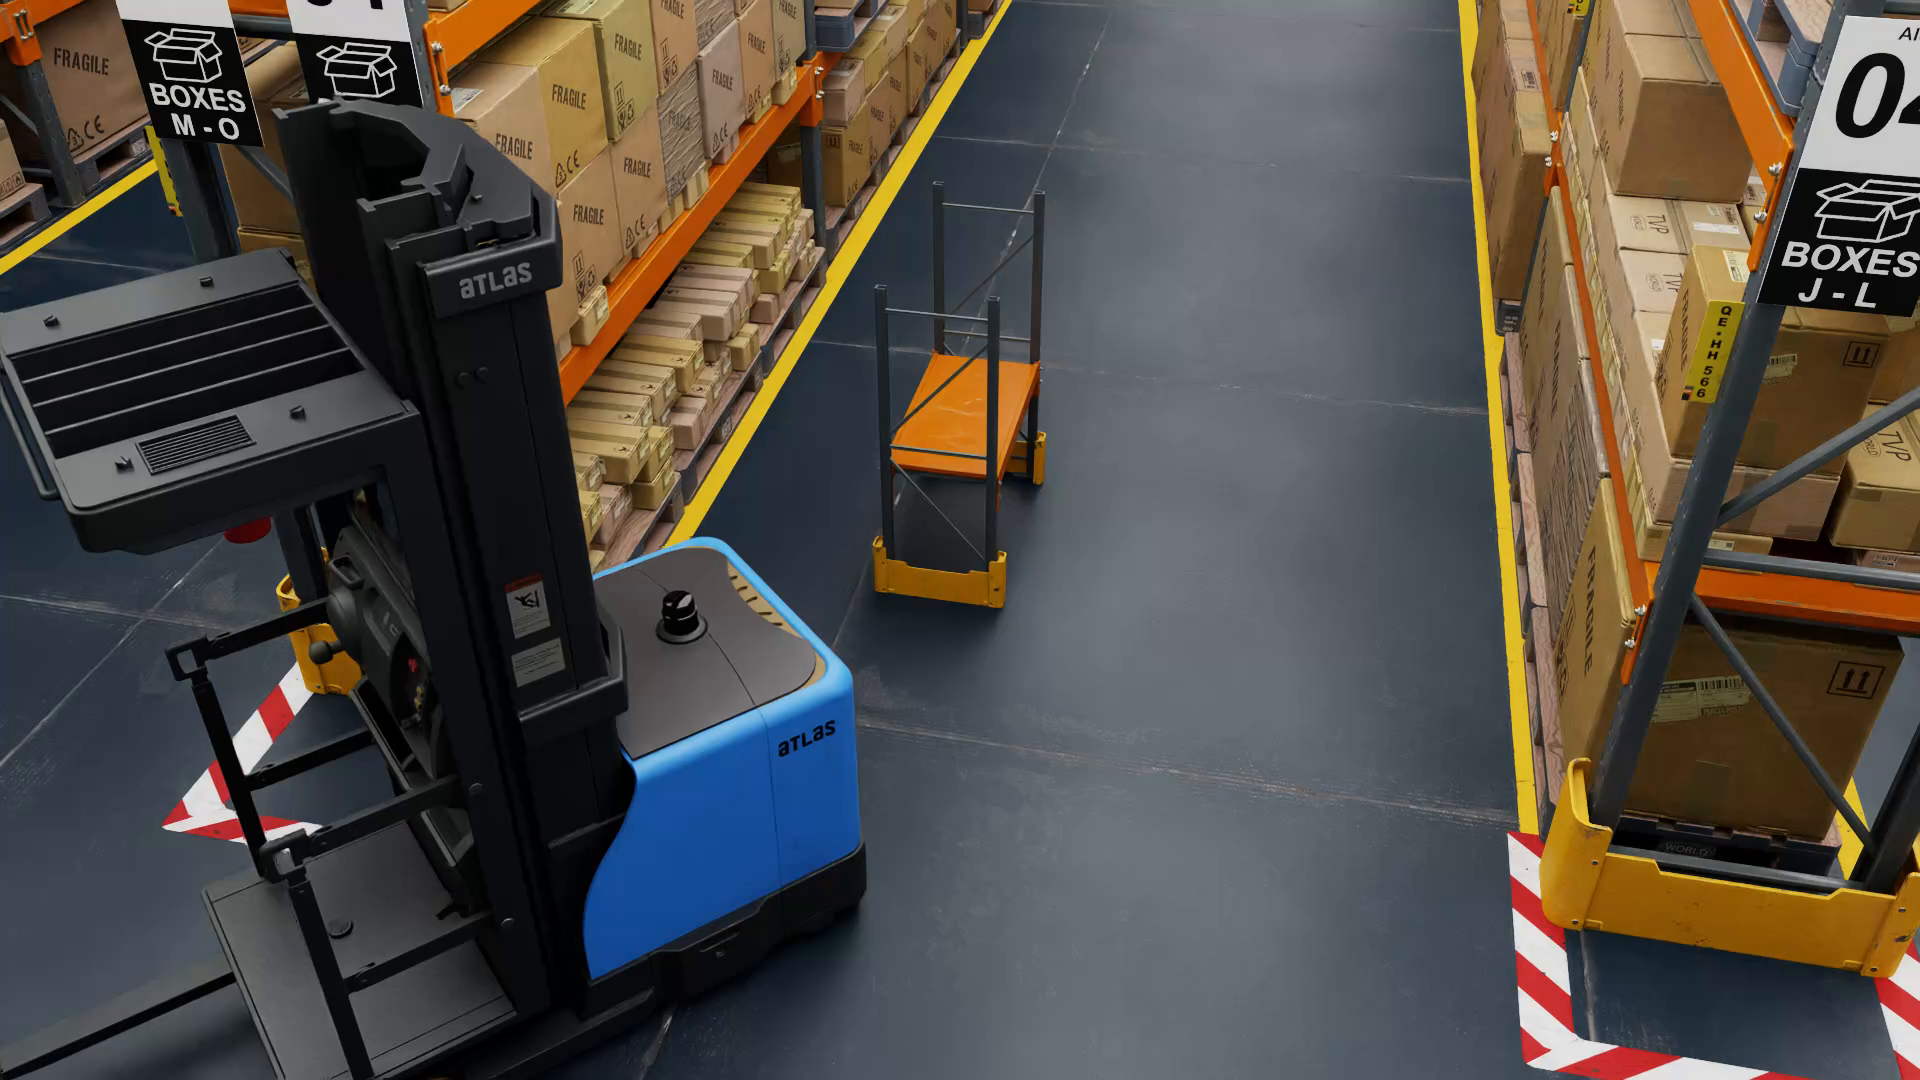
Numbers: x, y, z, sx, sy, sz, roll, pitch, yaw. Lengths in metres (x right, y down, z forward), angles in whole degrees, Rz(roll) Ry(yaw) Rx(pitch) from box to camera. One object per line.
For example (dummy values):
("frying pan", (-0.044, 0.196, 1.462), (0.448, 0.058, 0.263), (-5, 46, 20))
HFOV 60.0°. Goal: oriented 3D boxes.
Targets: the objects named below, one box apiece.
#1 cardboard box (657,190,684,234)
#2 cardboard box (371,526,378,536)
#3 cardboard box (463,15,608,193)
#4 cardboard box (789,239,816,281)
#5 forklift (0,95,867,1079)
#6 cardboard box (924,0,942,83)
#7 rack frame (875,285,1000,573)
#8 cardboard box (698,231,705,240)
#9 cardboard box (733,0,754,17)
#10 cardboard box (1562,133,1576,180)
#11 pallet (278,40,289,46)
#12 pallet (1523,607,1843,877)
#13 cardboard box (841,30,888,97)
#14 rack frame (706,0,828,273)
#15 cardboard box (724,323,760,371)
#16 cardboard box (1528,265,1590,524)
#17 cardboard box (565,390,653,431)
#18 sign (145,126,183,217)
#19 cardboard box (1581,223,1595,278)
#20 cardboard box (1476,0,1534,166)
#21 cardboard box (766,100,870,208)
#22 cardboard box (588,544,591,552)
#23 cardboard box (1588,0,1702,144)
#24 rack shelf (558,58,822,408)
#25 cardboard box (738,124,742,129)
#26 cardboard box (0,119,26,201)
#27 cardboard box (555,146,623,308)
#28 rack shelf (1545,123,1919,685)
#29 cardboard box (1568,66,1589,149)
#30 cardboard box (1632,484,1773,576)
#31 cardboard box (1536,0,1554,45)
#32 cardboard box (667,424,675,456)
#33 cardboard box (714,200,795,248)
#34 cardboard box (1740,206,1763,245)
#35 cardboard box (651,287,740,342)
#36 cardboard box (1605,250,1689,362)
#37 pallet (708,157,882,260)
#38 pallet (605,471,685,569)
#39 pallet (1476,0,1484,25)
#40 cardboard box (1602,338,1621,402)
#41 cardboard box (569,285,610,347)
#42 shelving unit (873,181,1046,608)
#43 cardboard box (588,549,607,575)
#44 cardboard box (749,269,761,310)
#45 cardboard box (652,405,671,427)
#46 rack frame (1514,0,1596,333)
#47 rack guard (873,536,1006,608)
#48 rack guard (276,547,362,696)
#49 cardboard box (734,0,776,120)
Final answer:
("cardboard box", (-1.475, -1.517, 7.501), (0.380, 0.149, 0.250), (9, 37, 12))
("cardboard box", (-2.313, -0.048, 7.078), (0.380, 0.149, 0.250), (6, 36, 9))
("cardboard box", (-1.691, -1.653, 6.285), (0.500, 0.500, 0.500), (8, 37, 11))
("cardboard box", (-1.044, -1.615, 9.494), (0.380, 0.149, 0.250), (8, 37, 11))
("forklift", (-1.835, 0.370, 4.742), (3.031, 2.935, 1.130), (-22, 41, -27))
("cardboard box", (-0.438, -3.611, 11.948), (0.500, 0.500, 0.500), (9, 37, 12))
("rack frame", (-0.090, -0.365, 6.975), (0.500, 1.500, 0.032), (7, 37, 10))
("cardboard box", (-1.649, -1.679, 9.328), (0.380, 0.149, 0.250), (8, 37, 10))
("cardboard box", (-1.234, -2.832, 7.911), (0.500, 0.500, 0.500), (6, 36, 8))
("cardboard box", (3.087, -1.807, 7.901), (0.380, 0.149, 0.250), (6, 36, 8))
("pallet", (-5.538, -4.151, 13.297), (1.003, 0.211, 1.213), (7, 37, 10))
("pallet", (2.771, 0.767, 6.512), (1.003, 0.211, 1.213), (7, 37, 10))
("cardboard box", (-0.766, -3.024, 10.500), (0.500, 0.250, 0.500), (8, 37, 11))
("rack frame", (-1.293, -2.867, 9.149), (1.000, 3.000, 0.127), (7, 37, 10))
("cardboard box", (-1.265, -1.021, 8.675), (0.380, 0.149, 0.250), (7, 37, 10))
("cardboard box", (3.120, -0.612, 7.492), (0.875, 0.875, 0.875), (7, 37, 10))
("cardboard box", (-1.611, -0.542, 7.506), (0.380, 0.149, 0.250), (6, 36, 8))
("sign", (-2.685, -1.251, 5.665), (0.100, 0.325, 0.005), (7, 37, 10))
("cardboard box", (2.866, -1.214, 7.083), (0.380, 0.149, 0.250), (8, 37, 11))
("cardboard box", (4.020, -2.887, 10.630), (1.225, 0.875, 0.875), (7, 37, 10))
("cardboard box", (-0.876, -2.415, 10.298), (0.500, 0.500, 0.500), (9, 37, 12))
("cardboard box", (-1.785, 0.022, 6.981), (0.380, 0.149, 0.250), (9, 37, 12))
("cardboard box", (3.066, -2.026, 7.225), (0.500, 0.500, 0.500), (7, 37, 10))
("rack shelf", (-1.720, -1.429, 7.778), (1.077, 0.370, 4.000), (7, 37, 10))
("cardboard box", (-1.311, -2.126, 8.341), (0.380, 0.149, 0.250), (6, 36, 9))
("cardboard box", (-6.389, -2.215, 10.076), (0.875, 0.438, 0.875), (7, 36, 9))
("cardboard box", (-1.692, -1.267, 6.604), (0.500, 0.500, 0.500), (7, 37, 10))
("rack shelf", (3.104, -0.749, 6.841), (1.077, 0.370, 4.000), (7, 37, 10))
("cardboard box", (3.175, -2.010, 7.842), (0.500, 0.250, 0.500), (7, 36, 9))
("cardboard box", (2.431, -0.038, 5.460), (0.380, 0.149, 0.250), (8, 37, 11))
("cardboard box", (3.581, -3.113, 9.404), (0.500, 0.500, 0.500), (7, 37, 9))
("cardboard box", (-1.577, -0.444, 7.878), (0.380, 0.149, 0.250), (7, 37, 10))
("cardboard box", (-1.131, -1.735, 9.153), (0.380, 0.149, 0.250), (8, 37, 11))
("cardboard box", (3.365, -1.081, 6.560), (0.500, 0.250, 0.500), (7, 36, 9))
("cardboard box", (-1.322, -1.130, 8.317), (0.380, 0.149, 0.250), (6, 36, 8))
("cardboard box", (2.738, -0.847, 6.237), (0.500, 0.250, 0.500), (6, 36, 8))
("pallet", (-1.128, -2.184, 10.584), (1.003, 0.211, 1.213), (7, 37, 10))
("pallet", (-1.923, 0.051, 7.500), (1.003, 0.211, 1.213), (7, 37, 10))
("pallet", (4.816, -4.496, 13.774), (1.003, 0.211, 1.213), (7, 37, 10))
("cardboard box", (2.648, -0.623, 6.268), (0.380, 0.149, 0.250), (7, 36, 9))
("cardboard box", (-1.634, -0.915, 6.670), (0.380, 0.149, 0.250), (6, 36, 9))
("shelving unit", (0.016, -0.651, 7.370), (0.587, 1.500, 1.083), (7, 37, 10))
("cardboard box", (-1.723, 0.151, 7.058), (0.380, 0.149, 0.250), (8, 37, 11))
("cardboard box", (-1.285, -1.338, 8.859), (0.380, 0.149, 0.250), (8, 37, 10))
("cardboard box", (-1.581, -0.577, 7.808), (0.380, 0.149, 0.250), (6, 36, 8))
("rack frame", (3.531, -2.187, 8.212), (1.000, 3.000, 0.127), (7, 37, 10))
("rack guard", (-0.090, 0.141, 7.343), (0.587, 0.250, 0.087), (7, 37, 10))
("rack guard", (-2.131, 0.395, 6.779), (1.175, 0.500, 0.348), (7, 37, 10))
("cardboard box", (-1.232, -2.417, 8.191), (0.500, 0.500, 0.500), (6, 36, 9))
